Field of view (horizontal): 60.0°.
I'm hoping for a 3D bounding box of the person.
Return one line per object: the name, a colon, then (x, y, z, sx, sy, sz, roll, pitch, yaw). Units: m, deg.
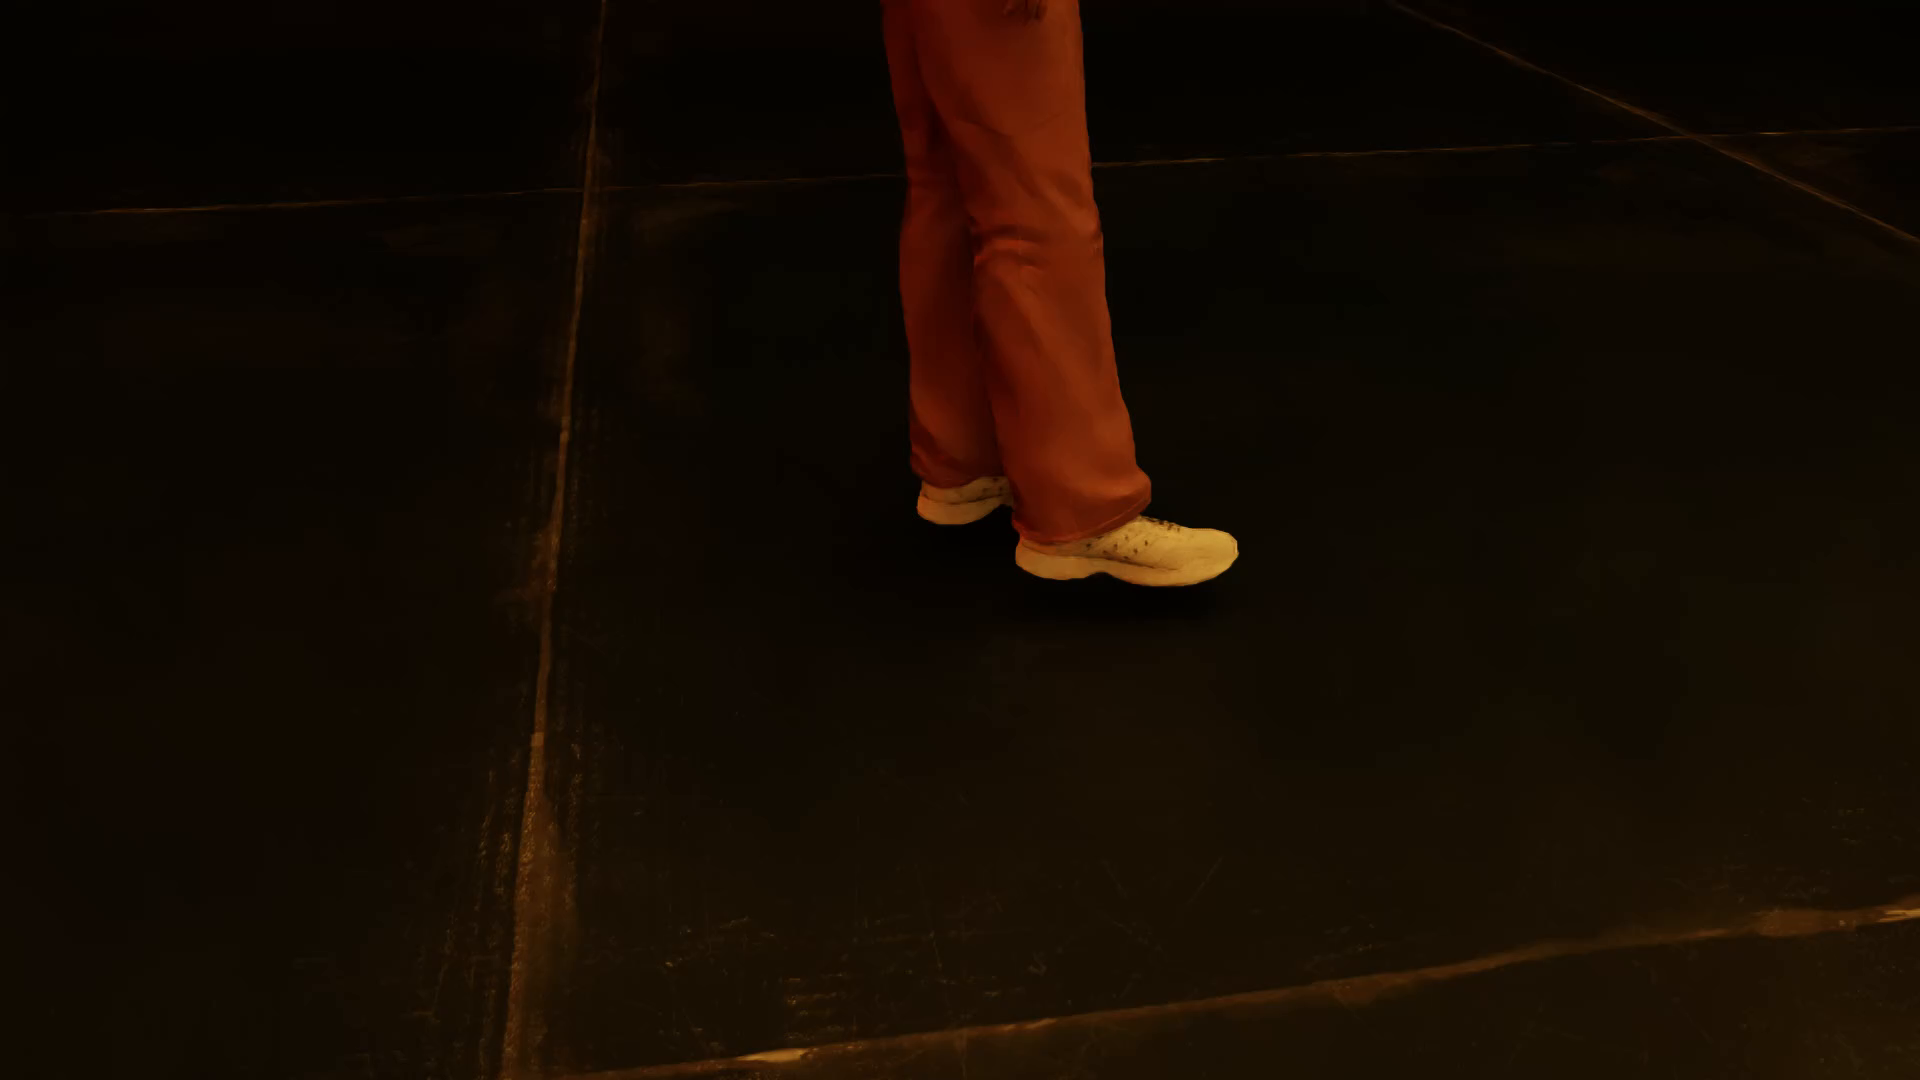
person: (0.074, -0.777, 2.090, 0.549, 1.662, 0.554, -5, 28, -9)
